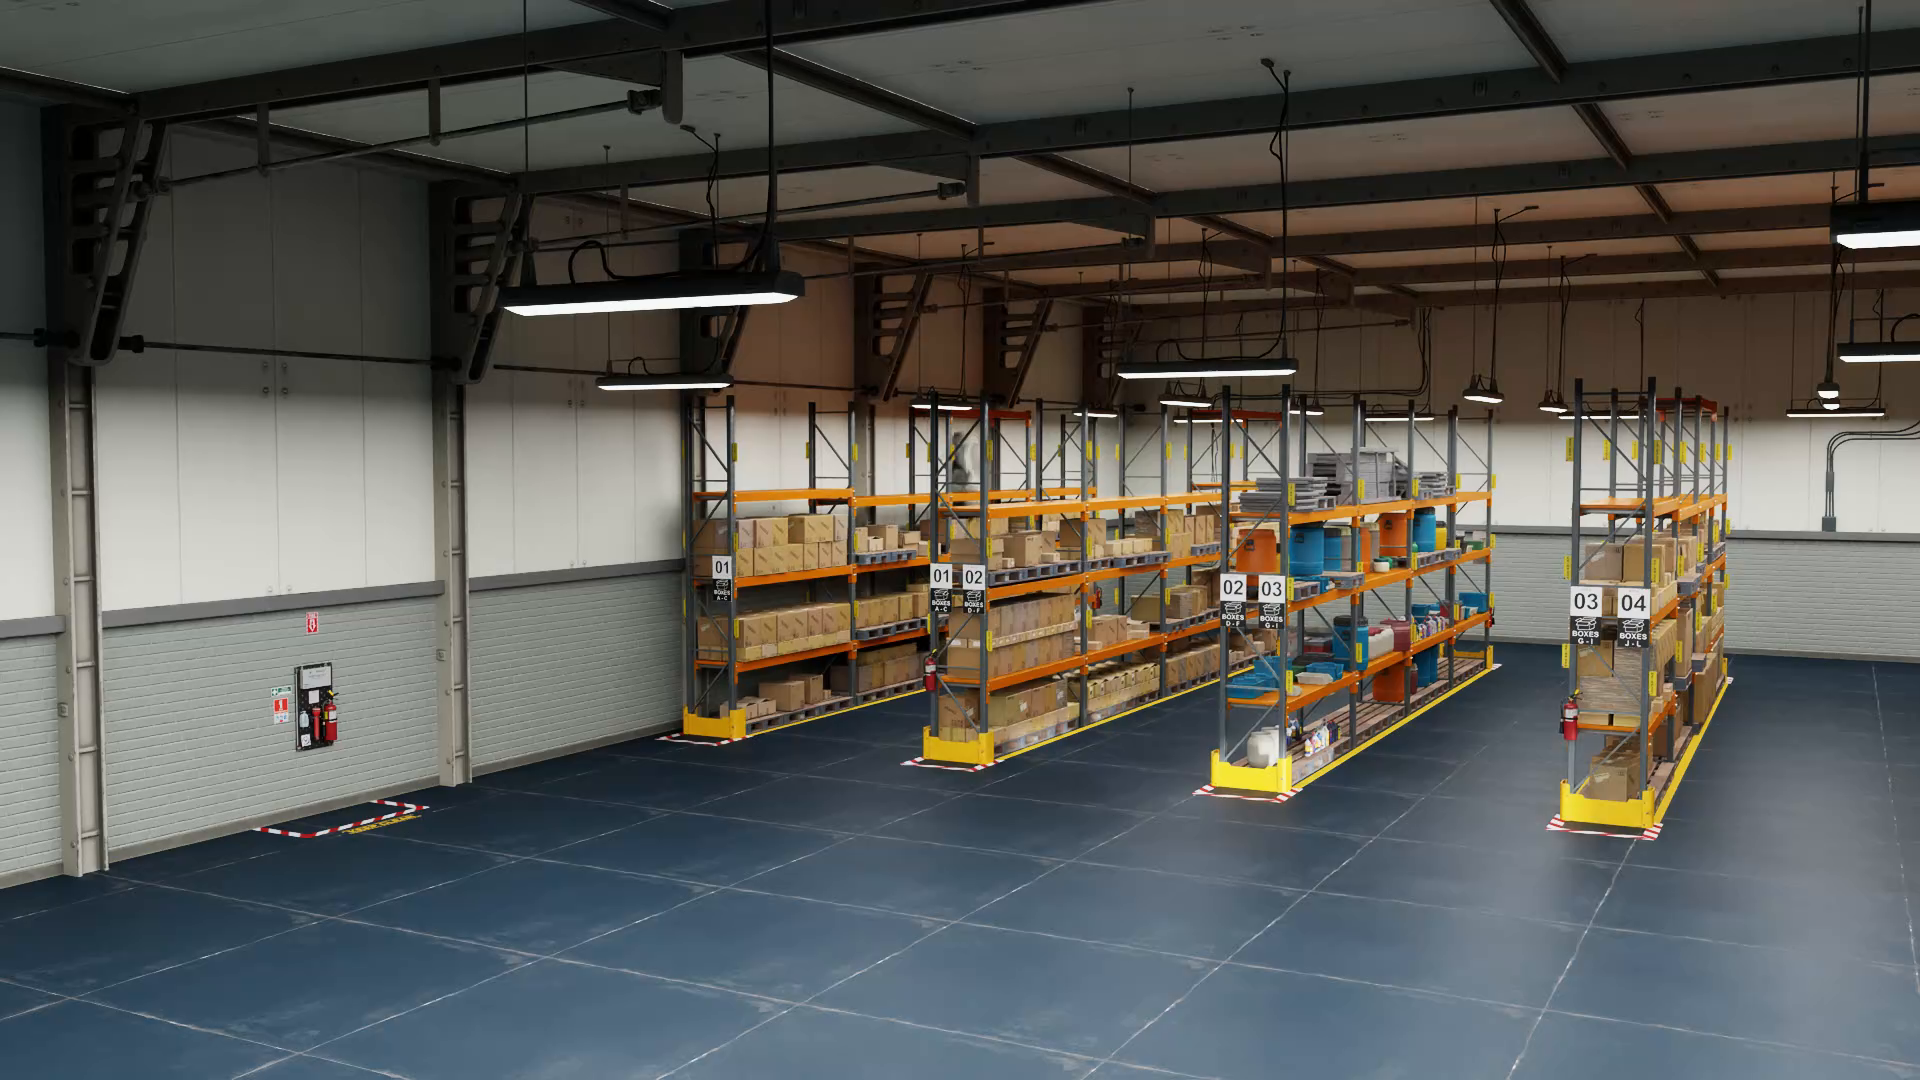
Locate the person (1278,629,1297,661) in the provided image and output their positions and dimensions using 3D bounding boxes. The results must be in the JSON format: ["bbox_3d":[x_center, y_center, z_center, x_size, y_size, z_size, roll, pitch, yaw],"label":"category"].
[{"bbox_3d":[6.469,2.513,32.499,0.554,1.600,0.705,2,4,32],"label":"person"}]
